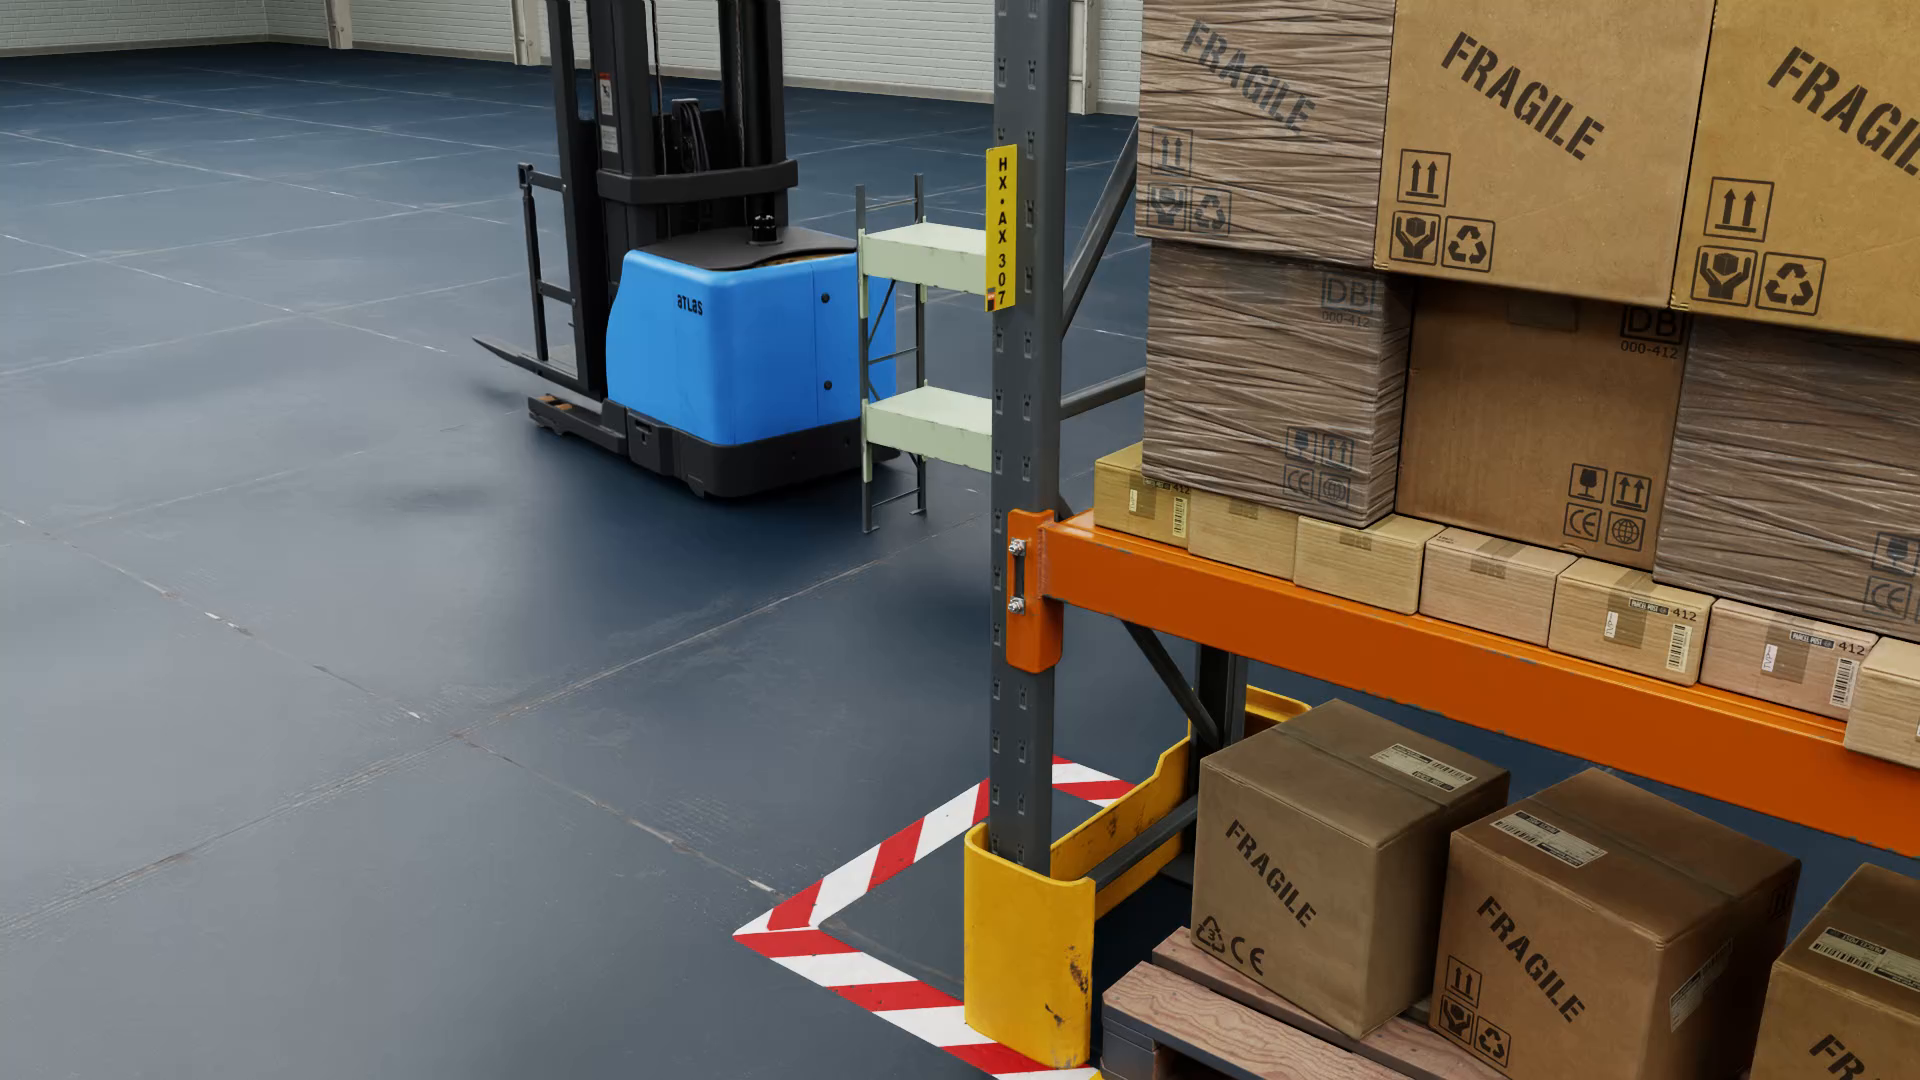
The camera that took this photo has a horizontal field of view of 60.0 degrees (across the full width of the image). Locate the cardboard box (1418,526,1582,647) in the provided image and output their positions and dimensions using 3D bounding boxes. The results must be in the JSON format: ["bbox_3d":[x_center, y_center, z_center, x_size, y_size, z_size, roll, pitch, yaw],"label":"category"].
[{"bbox_3d":[1.071,0.046,3.150,0.250,0.149,0.380,16,26,36],"label":"cardboard box"}]

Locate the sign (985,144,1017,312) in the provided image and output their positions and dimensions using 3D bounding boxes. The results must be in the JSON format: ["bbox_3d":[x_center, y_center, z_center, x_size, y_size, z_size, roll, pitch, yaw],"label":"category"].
[{"bbox_3d":[0.085,-0.628,3.355,0.005,0.325,0.100,16,26,36],"label":"sign"}]

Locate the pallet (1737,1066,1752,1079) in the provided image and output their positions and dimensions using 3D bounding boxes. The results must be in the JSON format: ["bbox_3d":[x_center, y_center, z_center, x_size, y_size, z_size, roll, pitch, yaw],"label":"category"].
[{"bbox_3d":[2.035,1.414,3.120,1.213,0.211,1.003,16,26,36],"label":"pallet"}]

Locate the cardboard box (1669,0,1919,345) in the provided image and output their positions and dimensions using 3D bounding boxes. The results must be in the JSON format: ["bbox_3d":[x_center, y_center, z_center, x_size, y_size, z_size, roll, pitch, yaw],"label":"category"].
[{"bbox_3d":[1.453,-0.603,2.536,0.500,0.500,0.500,16,26,36],"label":"cardboard box"}]

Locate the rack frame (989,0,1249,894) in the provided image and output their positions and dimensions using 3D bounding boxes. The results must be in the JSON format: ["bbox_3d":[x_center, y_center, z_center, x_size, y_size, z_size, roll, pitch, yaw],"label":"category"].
[{"bbox_3d":[0.428,-0.371,3.901,0.127,3.000,1.000,16,26,36],"label":"rack frame"}]

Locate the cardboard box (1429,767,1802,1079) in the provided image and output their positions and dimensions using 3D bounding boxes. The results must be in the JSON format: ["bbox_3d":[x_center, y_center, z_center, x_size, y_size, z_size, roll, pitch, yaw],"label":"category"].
[{"bbox_3d":[1.386,0.870,3.558,0.500,0.500,0.500,-14,25,-33],"label":"cardboard box"}]

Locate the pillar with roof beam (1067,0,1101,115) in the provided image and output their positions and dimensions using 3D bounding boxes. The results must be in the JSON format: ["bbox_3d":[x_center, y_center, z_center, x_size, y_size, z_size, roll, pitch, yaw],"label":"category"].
[{"bbox_3d":[-1.106,-8.821,17.806,0.400,9.000,9.100,16,26,36],"label":"pillar with roof beam"}]

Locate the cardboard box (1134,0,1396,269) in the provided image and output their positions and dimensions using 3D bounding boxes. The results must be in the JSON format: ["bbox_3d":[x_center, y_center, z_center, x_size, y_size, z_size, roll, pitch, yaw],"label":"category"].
[{"bbox_3d":[0.682,-0.828,3.131,0.500,0.500,0.500,16,26,36],"label":"cardboard box"}]

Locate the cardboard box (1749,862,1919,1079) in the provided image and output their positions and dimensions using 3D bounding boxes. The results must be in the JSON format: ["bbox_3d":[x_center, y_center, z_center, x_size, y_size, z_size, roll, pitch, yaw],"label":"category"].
[{"bbox_3d":[1.859,1.015,3.173,0.500,0.500,0.500,19,28,41],"label":"cardboard box"}]

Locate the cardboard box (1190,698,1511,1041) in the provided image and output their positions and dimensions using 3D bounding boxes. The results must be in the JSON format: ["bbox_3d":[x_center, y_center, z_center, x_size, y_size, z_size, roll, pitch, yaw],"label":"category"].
[{"bbox_3d":[0.901,0.746,3.886,0.500,0.500,0.500,-17,26,-37],"label":"cardboard box"}]

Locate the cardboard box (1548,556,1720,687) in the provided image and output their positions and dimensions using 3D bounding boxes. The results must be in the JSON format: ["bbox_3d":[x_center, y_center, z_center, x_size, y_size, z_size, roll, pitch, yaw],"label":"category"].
[{"bbox_3d":[1.260,0.104,2.997,0.250,0.149,0.380,16,26,36],"label":"cardboard box"}]

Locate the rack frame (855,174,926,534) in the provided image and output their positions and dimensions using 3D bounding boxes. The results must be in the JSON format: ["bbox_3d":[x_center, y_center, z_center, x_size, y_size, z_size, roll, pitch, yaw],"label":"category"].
[{"bbox_3d":[-0.289,-0.785,7.124,0.023,1.500,0.400,16,26,36],"label":"rack frame"}]

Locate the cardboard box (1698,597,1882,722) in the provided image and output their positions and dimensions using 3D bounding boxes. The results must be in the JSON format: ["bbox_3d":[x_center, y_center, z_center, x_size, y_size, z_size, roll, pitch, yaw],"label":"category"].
[{"bbox_3d":[1.471,0.152,2.869,0.250,0.149,0.380,16,26,36],"label":"cardboard box"}]

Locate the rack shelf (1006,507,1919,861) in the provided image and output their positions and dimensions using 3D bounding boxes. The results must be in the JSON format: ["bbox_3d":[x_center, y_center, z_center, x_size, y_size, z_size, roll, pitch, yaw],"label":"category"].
[{"bbox_3d":[1.977,0.412,2.845,4.000,0.370,1.077,16,26,36],"label":"rack shelf"}]

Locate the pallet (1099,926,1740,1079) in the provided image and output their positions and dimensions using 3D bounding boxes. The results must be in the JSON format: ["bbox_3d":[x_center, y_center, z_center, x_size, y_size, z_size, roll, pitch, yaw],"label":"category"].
[{"bbox_3d":[1.094,1.142,3.842,1.213,0.211,1.003,16,26,36],"label":"pallet"}]

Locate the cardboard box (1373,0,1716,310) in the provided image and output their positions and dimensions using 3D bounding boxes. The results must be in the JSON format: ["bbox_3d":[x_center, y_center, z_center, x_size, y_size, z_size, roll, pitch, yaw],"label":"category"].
[{"bbox_3d":[1.065,-0.714,2.831,0.500,0.500,0.500,16,26,36],"label":"cardboard box"}]

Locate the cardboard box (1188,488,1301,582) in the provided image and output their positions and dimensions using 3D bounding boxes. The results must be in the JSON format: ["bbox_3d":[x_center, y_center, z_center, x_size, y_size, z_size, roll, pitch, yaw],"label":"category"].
[{"bbox_3d":[0.680,-0.064,3.442,0.250,0.149,0.380,16,26,36],"label":"cardboard box"}]

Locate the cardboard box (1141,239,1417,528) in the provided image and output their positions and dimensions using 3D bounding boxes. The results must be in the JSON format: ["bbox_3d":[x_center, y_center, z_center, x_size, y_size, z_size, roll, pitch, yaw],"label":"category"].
[{"bbox_3d":[0.837,-0.427,3.486,0.500,0.500,0.875,16,26,36],"label":"cardboard box"}]

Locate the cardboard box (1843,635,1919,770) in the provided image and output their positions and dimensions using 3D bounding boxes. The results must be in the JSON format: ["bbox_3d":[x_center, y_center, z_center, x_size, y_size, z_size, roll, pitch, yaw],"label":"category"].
[{"bbox_3d":[1.599,0.236,2.646,0.250,0.149,0.380,16,26,36],"label":"cardboard box"}]

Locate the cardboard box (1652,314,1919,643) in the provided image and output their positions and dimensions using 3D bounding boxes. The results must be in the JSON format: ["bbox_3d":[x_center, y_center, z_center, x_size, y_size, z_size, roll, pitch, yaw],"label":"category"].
[{"bbox_3d":[1.660,-0.225,2.950,0.500,0.500,0.875,16,26,36],"label":"cardboard box"}]

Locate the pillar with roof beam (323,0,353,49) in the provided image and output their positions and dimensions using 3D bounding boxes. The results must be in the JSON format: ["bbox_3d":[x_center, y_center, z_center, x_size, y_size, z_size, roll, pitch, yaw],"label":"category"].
[{"bbox_3d":[-15.051,-12.837,28.455,0.400,9.000,9.100,16,26,36],"label":"pillar with roof beam"}]

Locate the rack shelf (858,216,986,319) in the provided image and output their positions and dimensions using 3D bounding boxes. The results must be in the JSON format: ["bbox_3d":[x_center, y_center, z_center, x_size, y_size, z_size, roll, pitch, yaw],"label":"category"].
[{"bbox_3d":[-0.005,-1.068,6.770,0.720,0.370,0.431,16,26,36],"label":"rack shelf"}]

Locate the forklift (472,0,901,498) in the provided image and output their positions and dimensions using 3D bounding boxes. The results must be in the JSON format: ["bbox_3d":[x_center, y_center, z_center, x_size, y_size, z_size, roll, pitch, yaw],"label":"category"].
[{"bbox_3d":[-1.613,-2.009,8.342,1.130,2.935,3.031,-16,26,-37],"label":"forklift"}]

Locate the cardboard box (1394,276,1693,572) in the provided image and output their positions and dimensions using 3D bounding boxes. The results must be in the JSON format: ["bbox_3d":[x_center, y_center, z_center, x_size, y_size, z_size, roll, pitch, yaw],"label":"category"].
[{"bbox_3d":[1.300,-0.348,3.277,0.500,0.500,0.875,16,26,36],"label":"cardboard box"}]

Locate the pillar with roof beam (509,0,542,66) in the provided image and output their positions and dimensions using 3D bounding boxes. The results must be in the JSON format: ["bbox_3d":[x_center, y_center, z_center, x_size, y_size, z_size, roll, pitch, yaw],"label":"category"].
[{"bbox_3d":[-10.402,-11.498,24.906,0.400,9.000,9.100,16,26,36],"label":"pillar with roof beam"}]

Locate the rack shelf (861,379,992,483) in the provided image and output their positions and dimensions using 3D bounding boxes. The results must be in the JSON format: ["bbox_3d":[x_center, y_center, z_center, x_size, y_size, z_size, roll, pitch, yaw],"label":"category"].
[{"bbox_3d":[-0.005,-0.398,7.023,0.720,0.370,0.431,16,26,36],"label":"rack shelf"}]

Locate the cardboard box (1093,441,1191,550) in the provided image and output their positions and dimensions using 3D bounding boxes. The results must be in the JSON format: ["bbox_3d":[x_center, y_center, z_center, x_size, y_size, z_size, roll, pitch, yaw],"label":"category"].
[{"bbox_3d":[0.498,-0.125,3.604,0.250,0.149,0.380,16,26,36],"label":"cardboard box"}]

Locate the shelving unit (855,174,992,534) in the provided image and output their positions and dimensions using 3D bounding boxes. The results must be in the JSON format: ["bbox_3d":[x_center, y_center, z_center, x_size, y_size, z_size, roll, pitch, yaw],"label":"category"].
[{"bbox_3d":[-0.005,-0.703,6.907,0.755,1.500,0.431,16,26,36],"label":"shelving unit"}]

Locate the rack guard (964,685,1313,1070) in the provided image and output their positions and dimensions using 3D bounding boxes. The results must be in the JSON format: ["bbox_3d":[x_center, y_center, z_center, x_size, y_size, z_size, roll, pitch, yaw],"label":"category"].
[{"bbox_3d":[0.487,0.816,4.297,0.348,0.500,1.175,16,26,36],"label":"rack guard"}]

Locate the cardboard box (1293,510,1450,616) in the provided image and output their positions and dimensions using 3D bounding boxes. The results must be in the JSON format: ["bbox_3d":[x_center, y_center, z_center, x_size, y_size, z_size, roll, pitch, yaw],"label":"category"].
[{"bbox_3d":[0.864,-0.004,3.283,0.250,0.149,0.380,16,26,36],"label":"cardboard box"}]
